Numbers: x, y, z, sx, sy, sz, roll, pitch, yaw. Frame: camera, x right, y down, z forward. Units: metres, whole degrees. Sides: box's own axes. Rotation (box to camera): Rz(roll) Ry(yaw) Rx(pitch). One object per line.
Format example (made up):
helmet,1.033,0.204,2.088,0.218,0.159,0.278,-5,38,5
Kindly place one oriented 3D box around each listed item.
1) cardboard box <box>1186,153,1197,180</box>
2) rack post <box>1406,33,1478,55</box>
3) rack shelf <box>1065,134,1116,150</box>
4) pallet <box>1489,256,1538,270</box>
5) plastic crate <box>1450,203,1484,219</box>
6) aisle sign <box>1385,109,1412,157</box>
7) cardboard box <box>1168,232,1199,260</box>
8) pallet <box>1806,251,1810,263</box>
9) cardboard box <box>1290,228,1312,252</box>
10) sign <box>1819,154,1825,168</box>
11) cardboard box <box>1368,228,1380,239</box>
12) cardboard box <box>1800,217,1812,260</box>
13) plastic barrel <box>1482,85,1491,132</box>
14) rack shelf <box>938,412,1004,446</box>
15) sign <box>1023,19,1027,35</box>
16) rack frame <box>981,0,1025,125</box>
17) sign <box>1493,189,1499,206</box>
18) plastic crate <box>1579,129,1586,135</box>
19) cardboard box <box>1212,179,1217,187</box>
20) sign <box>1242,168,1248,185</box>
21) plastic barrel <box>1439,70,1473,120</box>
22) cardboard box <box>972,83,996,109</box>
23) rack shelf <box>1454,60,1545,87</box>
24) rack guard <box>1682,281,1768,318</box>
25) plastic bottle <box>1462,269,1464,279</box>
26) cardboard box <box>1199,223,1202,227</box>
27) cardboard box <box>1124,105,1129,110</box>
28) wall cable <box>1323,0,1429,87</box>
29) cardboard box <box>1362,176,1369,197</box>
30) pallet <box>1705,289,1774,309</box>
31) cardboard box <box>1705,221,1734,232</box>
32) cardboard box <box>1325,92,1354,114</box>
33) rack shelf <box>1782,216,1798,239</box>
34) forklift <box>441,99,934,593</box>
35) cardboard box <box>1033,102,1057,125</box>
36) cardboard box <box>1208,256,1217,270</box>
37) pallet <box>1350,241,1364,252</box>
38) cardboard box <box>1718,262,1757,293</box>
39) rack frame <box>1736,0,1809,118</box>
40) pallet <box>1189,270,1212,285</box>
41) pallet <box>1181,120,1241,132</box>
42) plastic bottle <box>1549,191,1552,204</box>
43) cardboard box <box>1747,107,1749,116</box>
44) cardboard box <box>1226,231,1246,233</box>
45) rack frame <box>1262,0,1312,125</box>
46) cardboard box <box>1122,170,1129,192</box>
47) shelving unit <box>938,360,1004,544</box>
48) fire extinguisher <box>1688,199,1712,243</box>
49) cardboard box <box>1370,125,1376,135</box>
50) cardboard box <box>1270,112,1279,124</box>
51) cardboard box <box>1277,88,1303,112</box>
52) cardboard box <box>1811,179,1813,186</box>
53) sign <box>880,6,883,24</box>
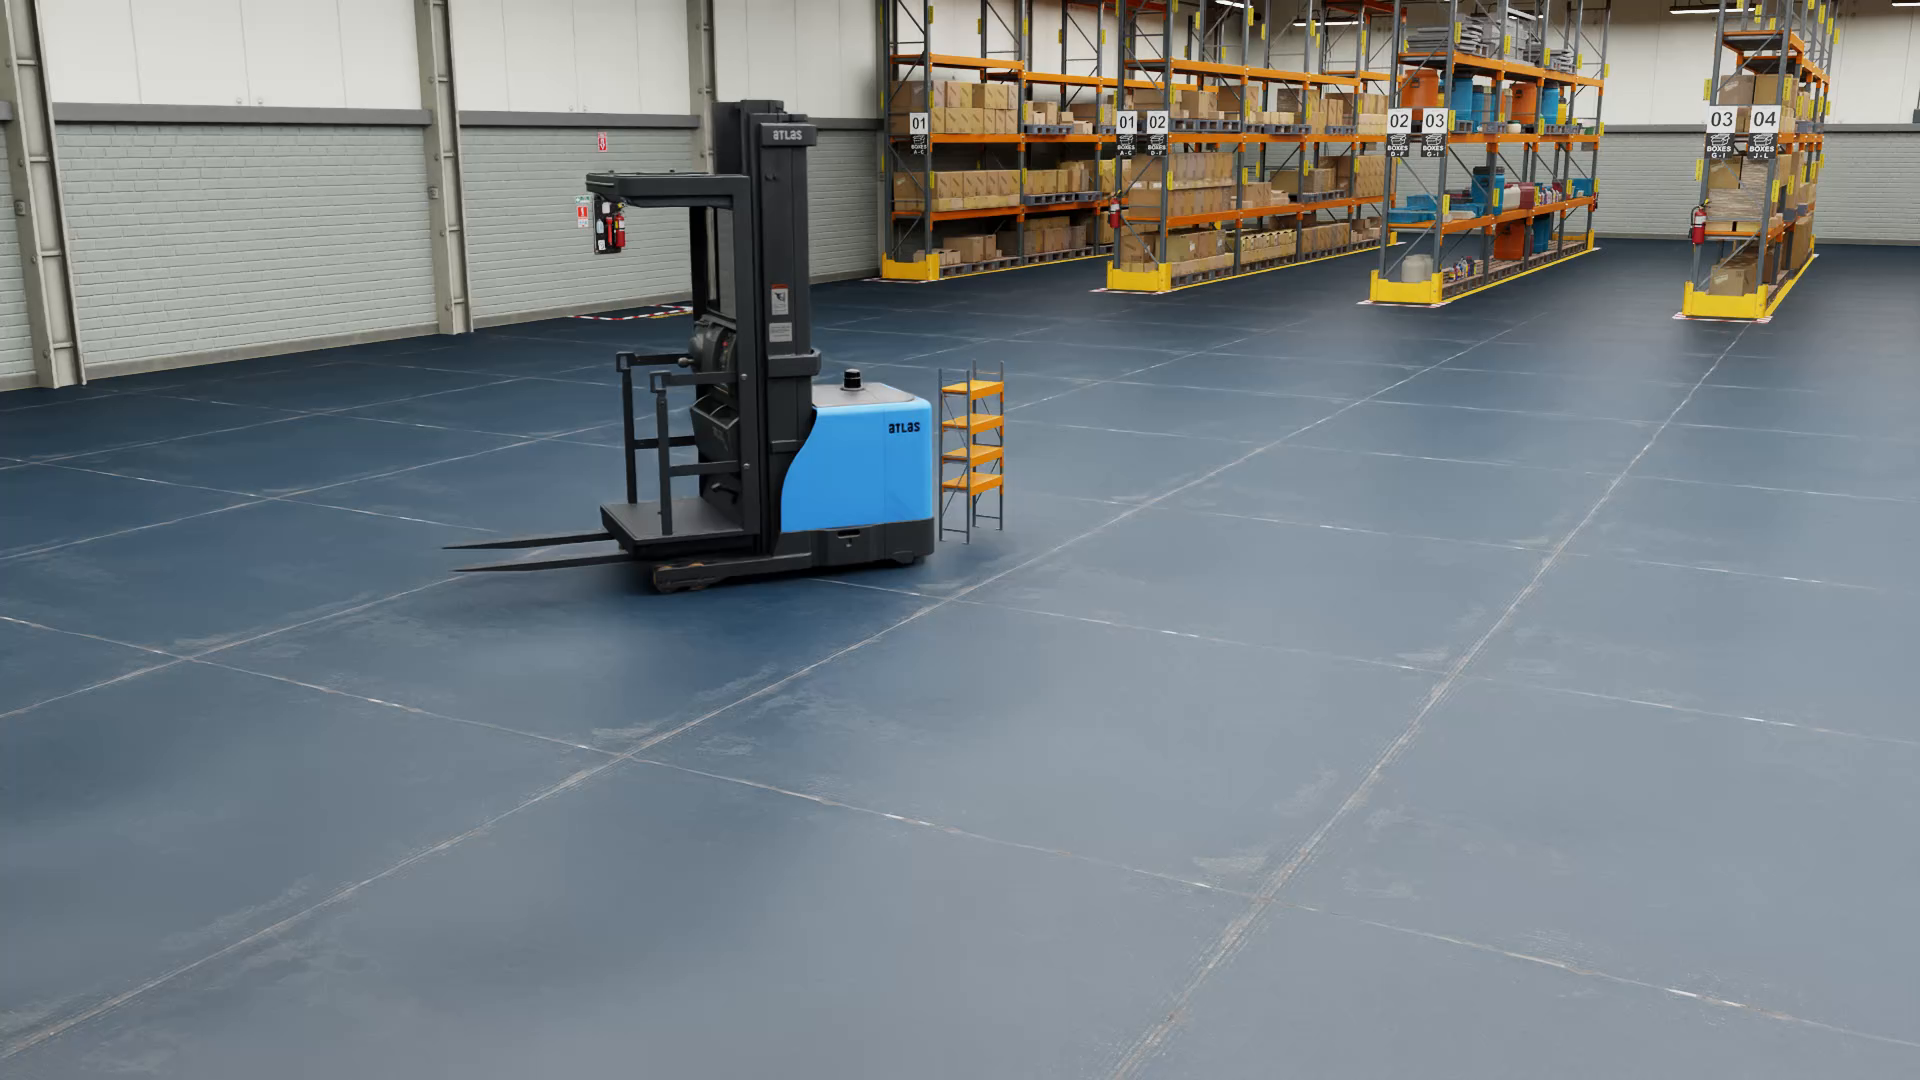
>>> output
cardboard box,4.068,-7.096,31.584,0.700,0.500,0.500,7,15,28
rack post,8.124,-8.351,28.040,0.937,0.300,0.954,9,16,34
rack shelf,3.809,-9.820,41.000,1.077,0.370,4.000,7,15,28
pallet,11.859,-5.989,35.926,1.003,0.211,1.213,7,15,28
plastic crate,9.284,-6.028,30.453,0.499,0.251,0.616,7,15,28
aisle sign,7.353,-6.820,27.875,0.394,0.787,0.004,7,15,28
cardboard box,4.238,-5.623,31.827,0.500,0.500,0.500,7,15,28
pallet,18.809,-6.481,37.965,1.003,0.211,1.213,7,15,28
cardboard box,7.651,-6.800,37.735,0.500,0.500,0.500,8,16,30
sign,20.186,-8.872,38.959,0.100,0.325,0.005,7,15,28
cardboard box,10.515,-7.928,42.946,0.500,0.250,0.500,7,15,28
cardboard box,17.492,-6.476,35.631,1.225,0.875,0.875,7,15,28
plastic barrel,9.953,-8.323,32.186,0.600,0.901,0.600,0,14,0
rack shelf,0.080,-0.769,11.497,0.258,0.148,0.480,7,15,28
sign,1.375,-10.824,35.068,0.100,0.325,0.005,7,15,28
rack frame,0.909,-10.397,35.458,1.000,3.000,0.127,7,15,28
sign,10.057,-6.428,31.205,0.100,0.325,0.005,7,15,28
plastic crate,14.600,-9.698,39.521,0.437,0.136,0.530,7,15,28
cardboard box,4.809,-6.995,32.551,0.380,0.149,0.250,7,15,28
sign,5.733,-7.317,33.466,0.100,0.325,0.005,7,15,28
plastic barrel,9.006,-8.072,30.249,0.600,0.901,0.708,7,15,28
cardboard box,0.405,-9.127,34.204,0.500,0.500,0.500,7,15,26
rack shelf,10.548,-9.140,32.635,1.077,0.370,4.000,7,15,28
rack guard,12.020,-3.776,26.131,1.175,0.500,0.348,7,15,28
plastic bottle,9.158,-4.881,30.410,0.097,0.201,0.097,0,14,0
cardboard box,6.217,-8.674,45.548,0.700,0.500,0.500,7,15,28
cardboard box,3.744,-10.457,40.957,0.700,0.500,0.500,7,15,28
wall cable,12.125,-14.618,48.816,3.097,2.526,0.112,7,15,28
cardboard box,9.844,-8.789,41.375,0.500,0.500,0.500,8,16,29
pallet,13.034,-4.048,27.874,1.003,0.211,1.213,7,15,28
cardboard box,11.940,-4.936,26.142,0.380,0.149,0.250,7,15,28
cardboard box,9.316,-10.658,40.595,0.700,0.500,0.500,7,15,28
rack shelf,14.884,-5.857,30.964,1.077,0.370,4.000,7,15,28
forklift,-1.734,-1.239,10.421,3.031,2.935,1.130,-6,15,-22
cardboard box,1.839,-9.547,37.226,0.500,0.500,0.500,7,15,26
cardboard box,4.735,-5.462,32.758,0.500,0.250,0.500,7,15,28
pallet,9.447,-7.346,41.555,1.003,0.211,1.213,7,15,28
cardboard box,12.878,-4.344,27.589,0.500,0.500,0.500,9,16,33
rack frame,13.917,-8.713,28.474,1.000,3.000,0.127,7,15,28
pallet,4.237,-5.155,32.464,1.003,0.211,1.213,7,15,28
pallet,4.857,-8.157,32.757,1.003,0.211,1.213,7,15,28
plastic bottle,13.120,-7.643,37.100,0.152,0.276,0.135,7,15,28
cardboard box,12.438,-6.847,26.603,0.380,0.149,0.250,8,15,29
cardboard box,5.927,-6.488,35.818,0.500,0.311,0.500,7,15,27
rack frame,7.180,-10.657,36.537,1.000,3.000,0.127,7,15,28
cardboard box,3.803,-8.783,40.672,0.500,0.500,0.500,7,15,28
shelving unit,0.080,-0.617,11.534,0.258,1.200,0.503,7,15,28
fire extinguisher,11.524,-4.967,25.902,0.296,0.674,0.183,7,15,28
cardboard box,10.054,-10.223,41.456,0.500,0.250,0.500,7,15,28
cardboard box,6.486,-9.005,35.508,0.500,0.250,0.500,7,15,27
cardboard box,7.397,-9.822,37.128,0.500,0.500,0.500,7,15,28
cardboard box,18.484,-8.044,36.583,0.500,0.500,0.500,7,15,28
sign,-1.501,-10.174,32.204,0.100,0.325,0.005,7,15,28
